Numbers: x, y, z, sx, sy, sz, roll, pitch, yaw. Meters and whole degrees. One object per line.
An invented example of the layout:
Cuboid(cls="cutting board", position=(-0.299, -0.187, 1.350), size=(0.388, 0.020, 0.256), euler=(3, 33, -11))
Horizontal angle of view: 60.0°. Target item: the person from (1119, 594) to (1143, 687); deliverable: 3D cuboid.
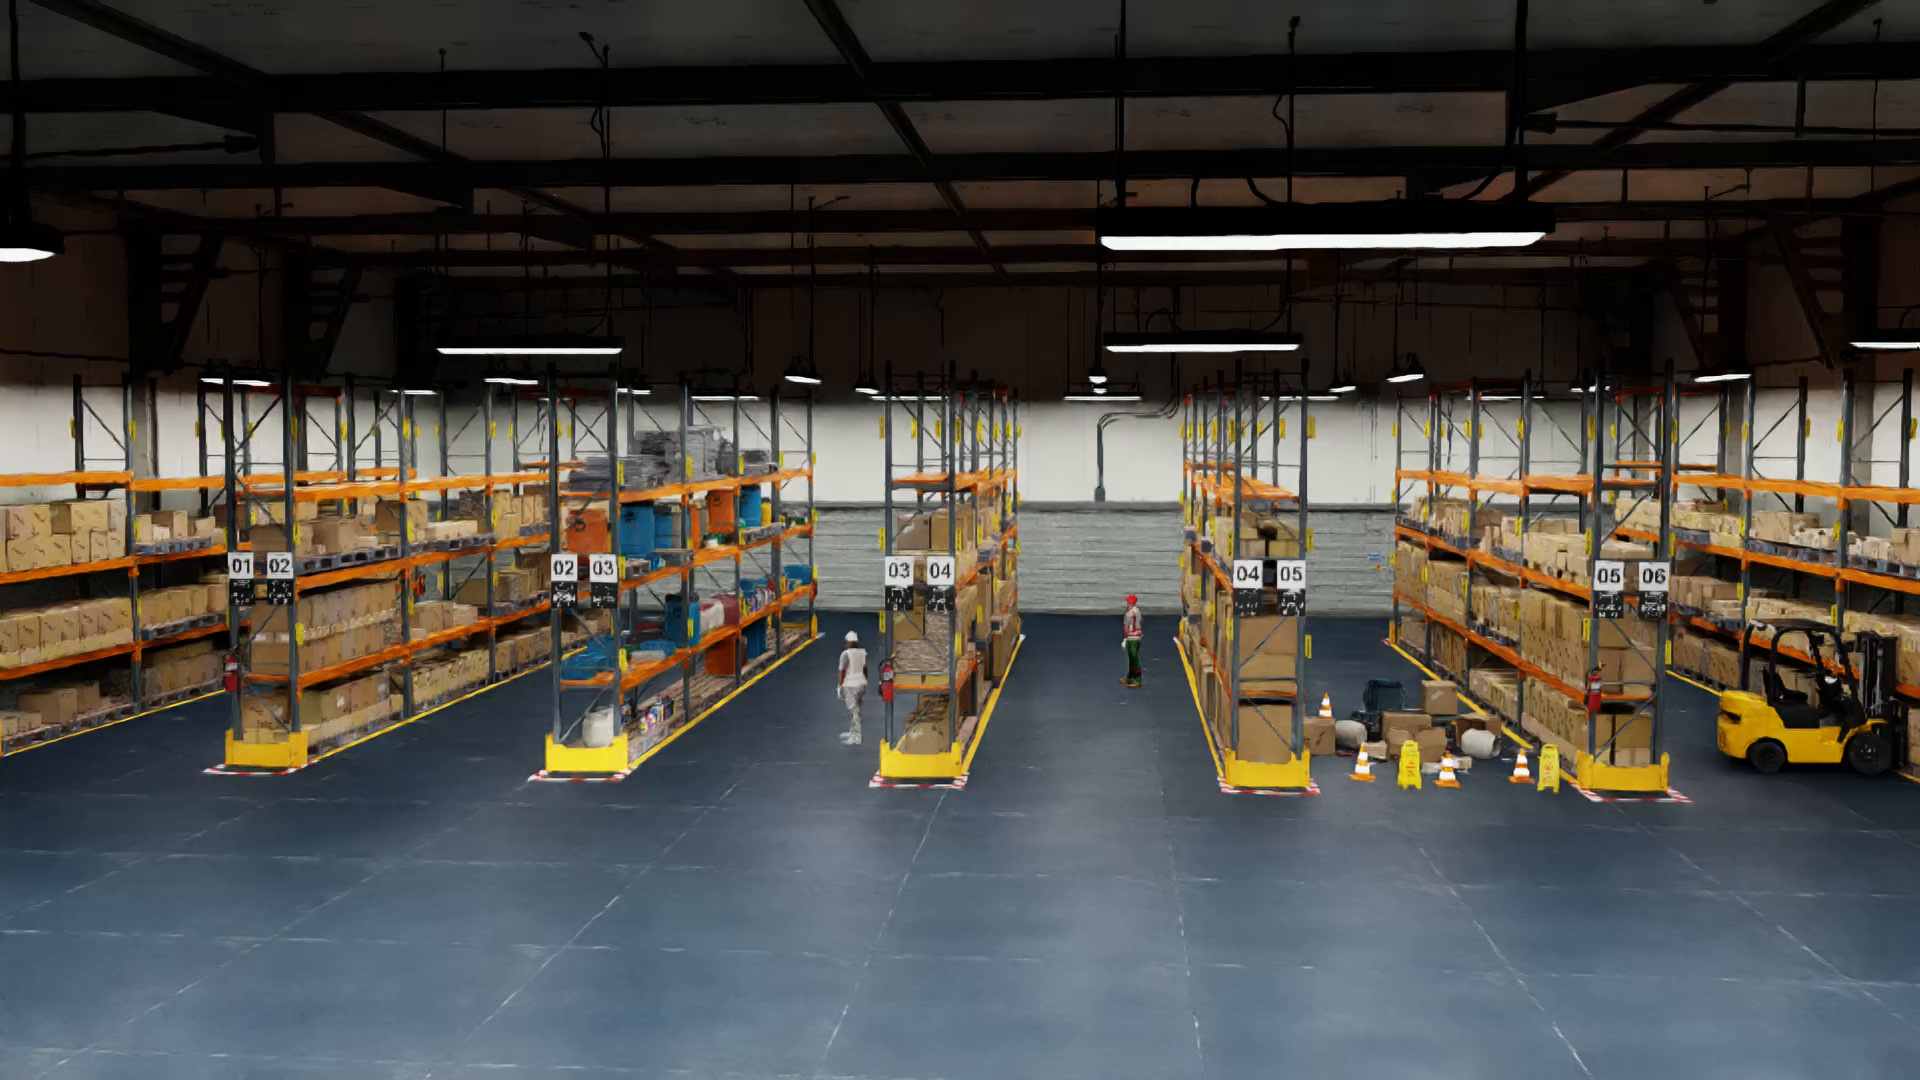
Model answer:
Cuboid(cls="person", position=(3.353, 1.950, 32.619), size=(0.588, 1.784, 0.666), euler=(2, 4, 28))

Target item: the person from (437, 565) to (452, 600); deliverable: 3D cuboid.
Cuboid(cls="person", position=(-13.418, 1.387, 42.970), size=(0.425, 1.594, 0.586), euler=(3, 5, 41))

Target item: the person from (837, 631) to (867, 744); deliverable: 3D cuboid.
Cuboid(cls="person", position=(-1.744, 2.340, 26.690), size=(0.584, 1.782, 0.665), euler=(2, 4, 33))
